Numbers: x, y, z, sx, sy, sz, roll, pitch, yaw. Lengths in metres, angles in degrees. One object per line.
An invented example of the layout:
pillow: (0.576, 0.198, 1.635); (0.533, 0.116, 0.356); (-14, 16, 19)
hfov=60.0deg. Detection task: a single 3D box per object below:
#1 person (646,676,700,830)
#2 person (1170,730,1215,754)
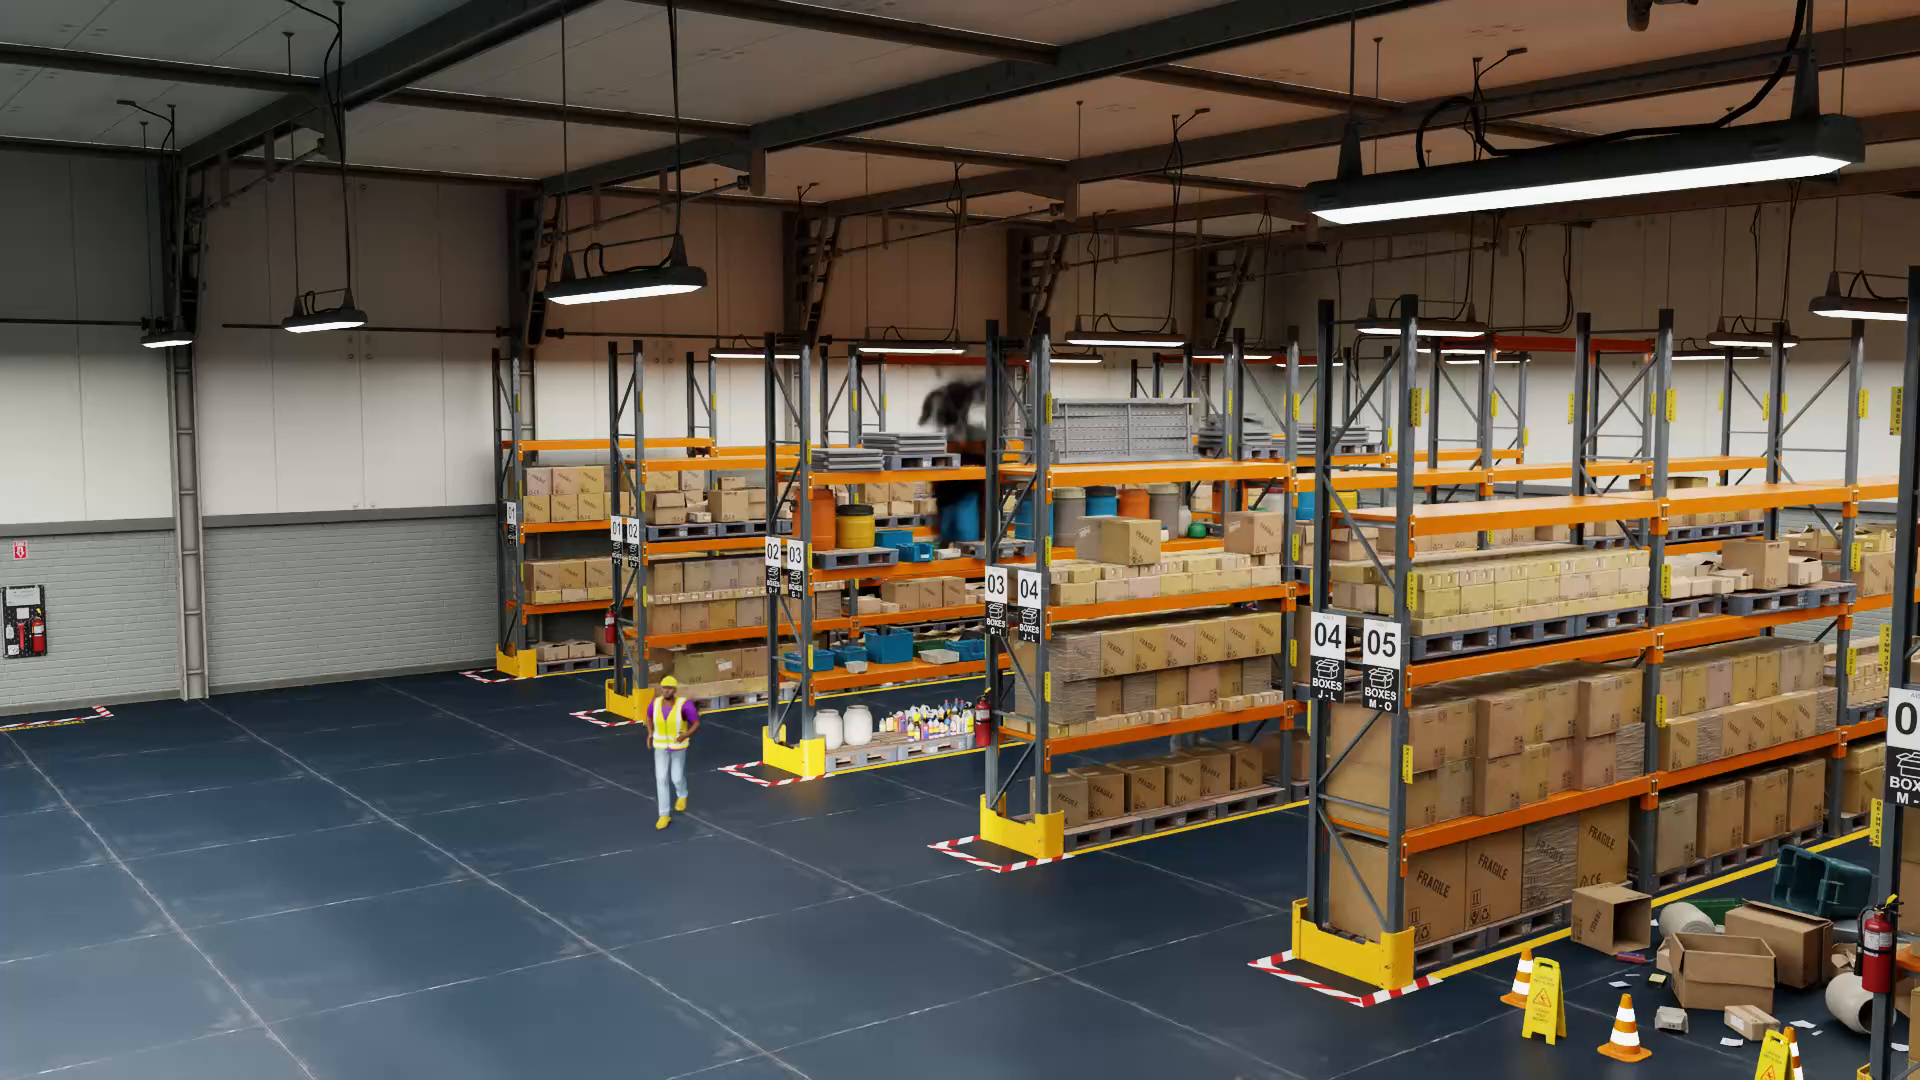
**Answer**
person: (-3.485, 2.517, 20.128); (0.702, 1.779, 0.922); (0, 5, 2)
person: (3.100, 2.304, 22.534); (1.004, 1.735, 0.687); (-4, 6, -38)
